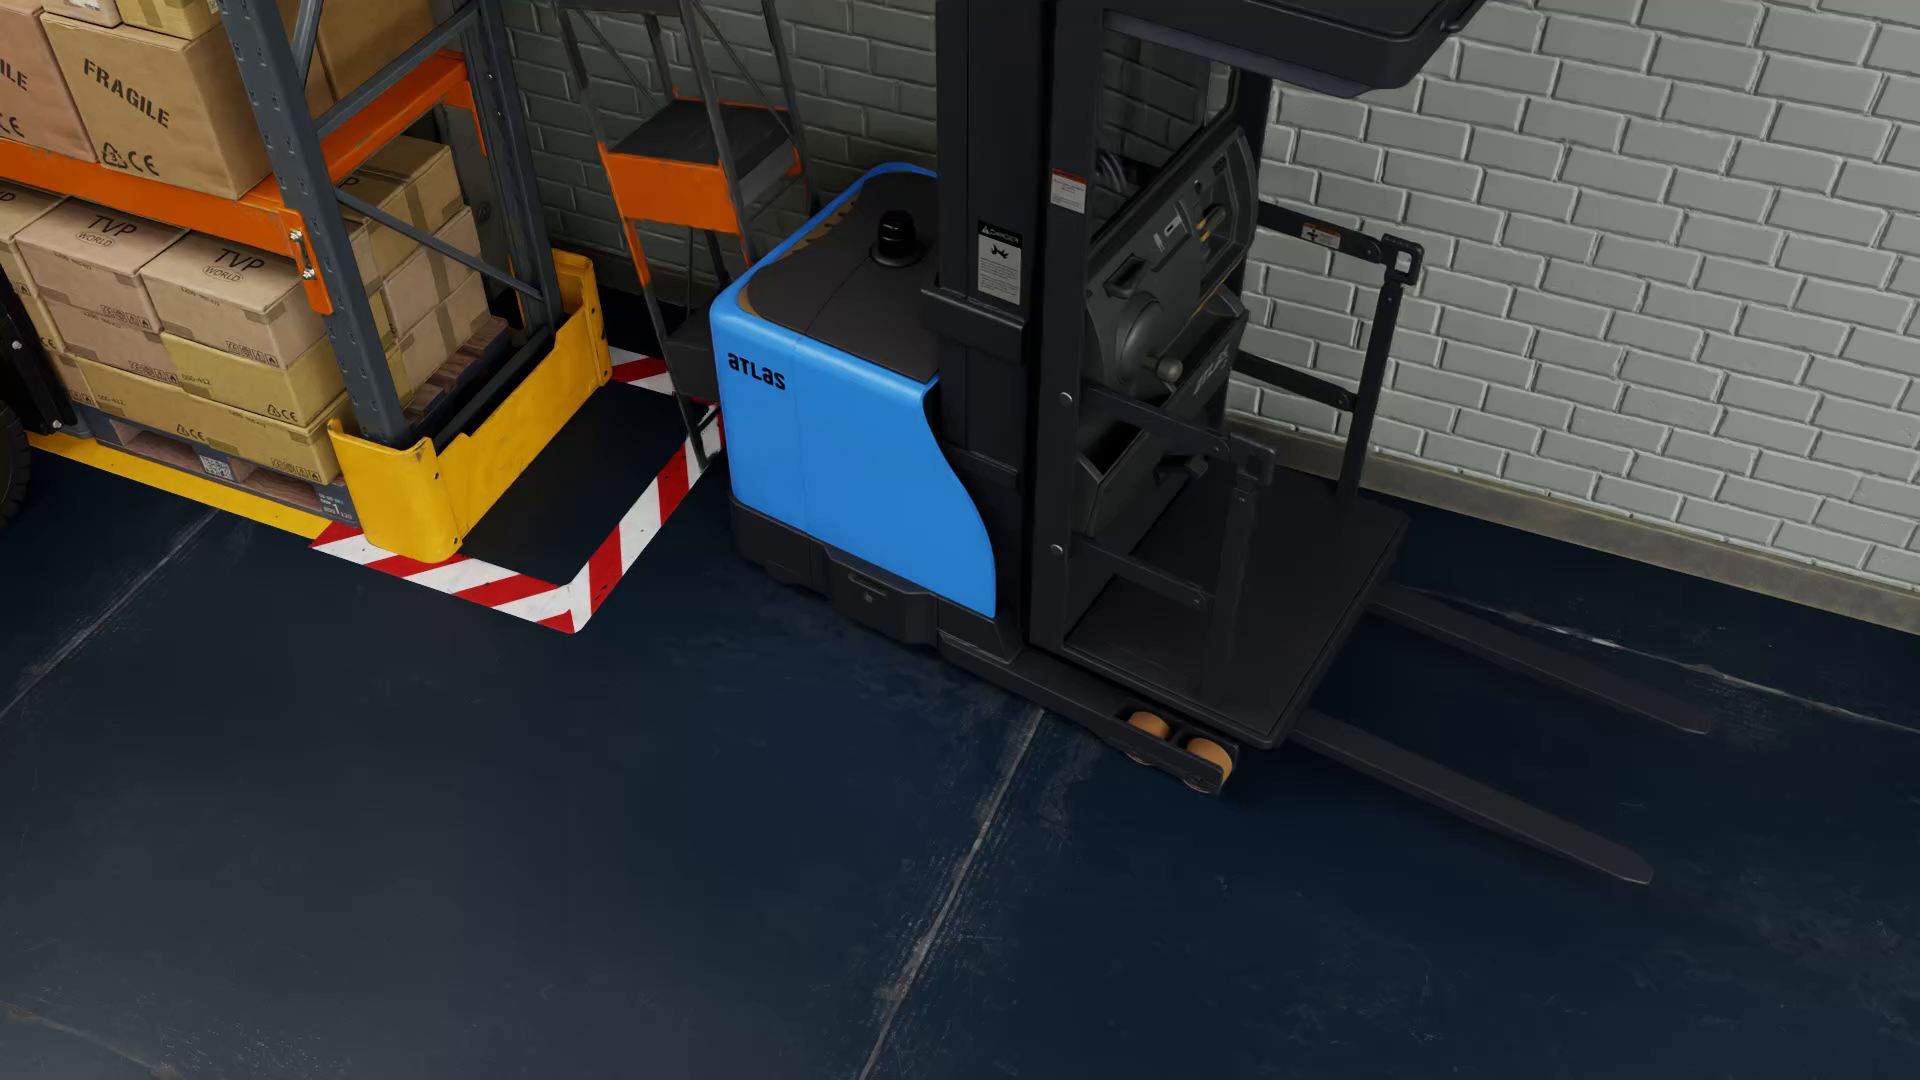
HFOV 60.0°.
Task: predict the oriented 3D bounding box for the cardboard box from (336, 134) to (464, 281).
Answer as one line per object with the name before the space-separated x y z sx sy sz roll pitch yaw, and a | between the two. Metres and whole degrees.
cardboard box | -2.091 -1.185 5.757 0.500 0.250 0.500 16 47 15

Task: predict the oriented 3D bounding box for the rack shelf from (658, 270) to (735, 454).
rack shelf | -0.678 -0.582 5.803 0.480 0.518 0.431 13 45 27

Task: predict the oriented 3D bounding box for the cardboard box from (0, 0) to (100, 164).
cardboard box | -2.751 -1.547 5.108 0.500 0.500 0.500 18 48 17

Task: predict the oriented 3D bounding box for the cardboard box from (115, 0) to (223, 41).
cardboard box | -2.148 -1.579 4.680 0.250 0.149 0.380 17 47 16

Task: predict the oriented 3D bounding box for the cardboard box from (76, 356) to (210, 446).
cardboard box | -2.731 -0.640 5.918 0.500 0.250 0.500 16 47 16

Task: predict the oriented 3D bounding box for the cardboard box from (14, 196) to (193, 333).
cardboard box | -2.739 -0.988 5.559 0.500 0.250 0.500 17 47 17

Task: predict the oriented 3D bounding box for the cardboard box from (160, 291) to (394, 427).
cardboard box | -2.290 -0.682 5.606 0.500 0.250 0.500 16 47 15

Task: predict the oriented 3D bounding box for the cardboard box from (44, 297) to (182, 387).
cardboard box | -2.749 -0.826 5.750 0.500 0.250 0.500 16 47 15

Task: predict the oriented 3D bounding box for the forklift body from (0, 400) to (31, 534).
forklift body | -4.173 -0.429 4.656 1.214 2.155 2.313 16 47 16

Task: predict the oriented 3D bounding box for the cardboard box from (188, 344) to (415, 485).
cardboard box | -2.276 -0.498 5.776 0.500 0.250 0.500 17 47 16

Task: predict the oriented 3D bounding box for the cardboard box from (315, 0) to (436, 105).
cardboard box | -2.071 -1.753 5.314 0.500 0.500 0.500 18 48 17

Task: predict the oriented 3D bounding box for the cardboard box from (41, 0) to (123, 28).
cardboard box | -2.396 -1.629 4.730 0.250 0.149 0.380 17 47 16

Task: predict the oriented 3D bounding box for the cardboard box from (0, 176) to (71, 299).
cardboard box | -3.209 -1.118 5.690 0.500 0.250 0.500 17 47 16

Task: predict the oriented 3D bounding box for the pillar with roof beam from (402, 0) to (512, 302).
pillar with roof beam | -3.674 -1.502 0.880 0.400 9.000 9.100 16 47 16

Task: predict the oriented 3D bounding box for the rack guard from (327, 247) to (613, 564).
rack guard | -1.698 -0.510 5.908 0.348 0.500 1.175 16 47 16

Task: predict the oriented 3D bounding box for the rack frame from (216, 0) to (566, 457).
rack frame | -1.720 -1.402 5.033 0.127 3.000 1.000 16 47 16

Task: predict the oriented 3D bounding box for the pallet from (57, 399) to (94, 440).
pallet | -3.564 -0.927 6.531 1.213 0.211 1.003 16 47 16

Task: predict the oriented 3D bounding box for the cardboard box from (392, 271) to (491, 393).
cardboard box | -2.099 -0.837 6.116 0.500 0.250 0.500 17 47 16

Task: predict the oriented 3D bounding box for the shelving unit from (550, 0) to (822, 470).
shelving unit | -0.787 -1.123 5.351 0.503 2.100 0.431 13 45 27

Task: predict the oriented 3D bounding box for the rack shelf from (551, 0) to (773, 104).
rack shelf | -0.892 -1.644 4.916 0.480 0.518 0.431 13 45 27

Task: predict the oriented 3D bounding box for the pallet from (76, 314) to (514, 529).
pallet | -2.442 -0.594 6.197 1.213 0.211 1.003 16 47 16

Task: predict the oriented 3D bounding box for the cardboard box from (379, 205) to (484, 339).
cardboard box | -2.074 -1.017 5.942 0.500 0.250 0.500 17 47 17

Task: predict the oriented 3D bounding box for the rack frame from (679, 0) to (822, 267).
rack frame | -0.576 -1.073 5.239 0.015 2.100 0.400 13 45 27

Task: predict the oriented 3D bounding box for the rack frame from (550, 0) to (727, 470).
rack frame | -0.998 -1.174 5.462 0.015 2.100 0.400 13 45 27

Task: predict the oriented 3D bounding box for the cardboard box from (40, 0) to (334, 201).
cardboard box | -2.276 -1.400 4.960 0.500 0.500 0.500 15 47 15

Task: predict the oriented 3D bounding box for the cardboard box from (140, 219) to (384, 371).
cardboard box | -2.266 -0.853 5.423 0.500 0.250 0.500 18 48 17

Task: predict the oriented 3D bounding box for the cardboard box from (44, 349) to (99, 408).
cardboard box | -3.189 -0.781 6.060 0.500 0.250 0.500 17 47 16

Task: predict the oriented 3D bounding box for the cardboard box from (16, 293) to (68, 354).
cardboard box | -3.233 -0.952 5.877 0.500 0.250 0.500 15 47 15

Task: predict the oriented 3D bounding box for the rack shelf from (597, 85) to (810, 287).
rack shelf | -0.785 -1.113 5.359 0.480 0.518 0.431 13 45 27

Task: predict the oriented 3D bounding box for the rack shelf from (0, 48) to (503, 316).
rack shelf | -3.566 -1.690 5.832 4.000 0.370 1.077 16 47 16

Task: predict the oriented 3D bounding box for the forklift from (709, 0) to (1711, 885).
forklift | 0.755 -0.715 4.390 3.031 2.935 1.130 24 50 22
